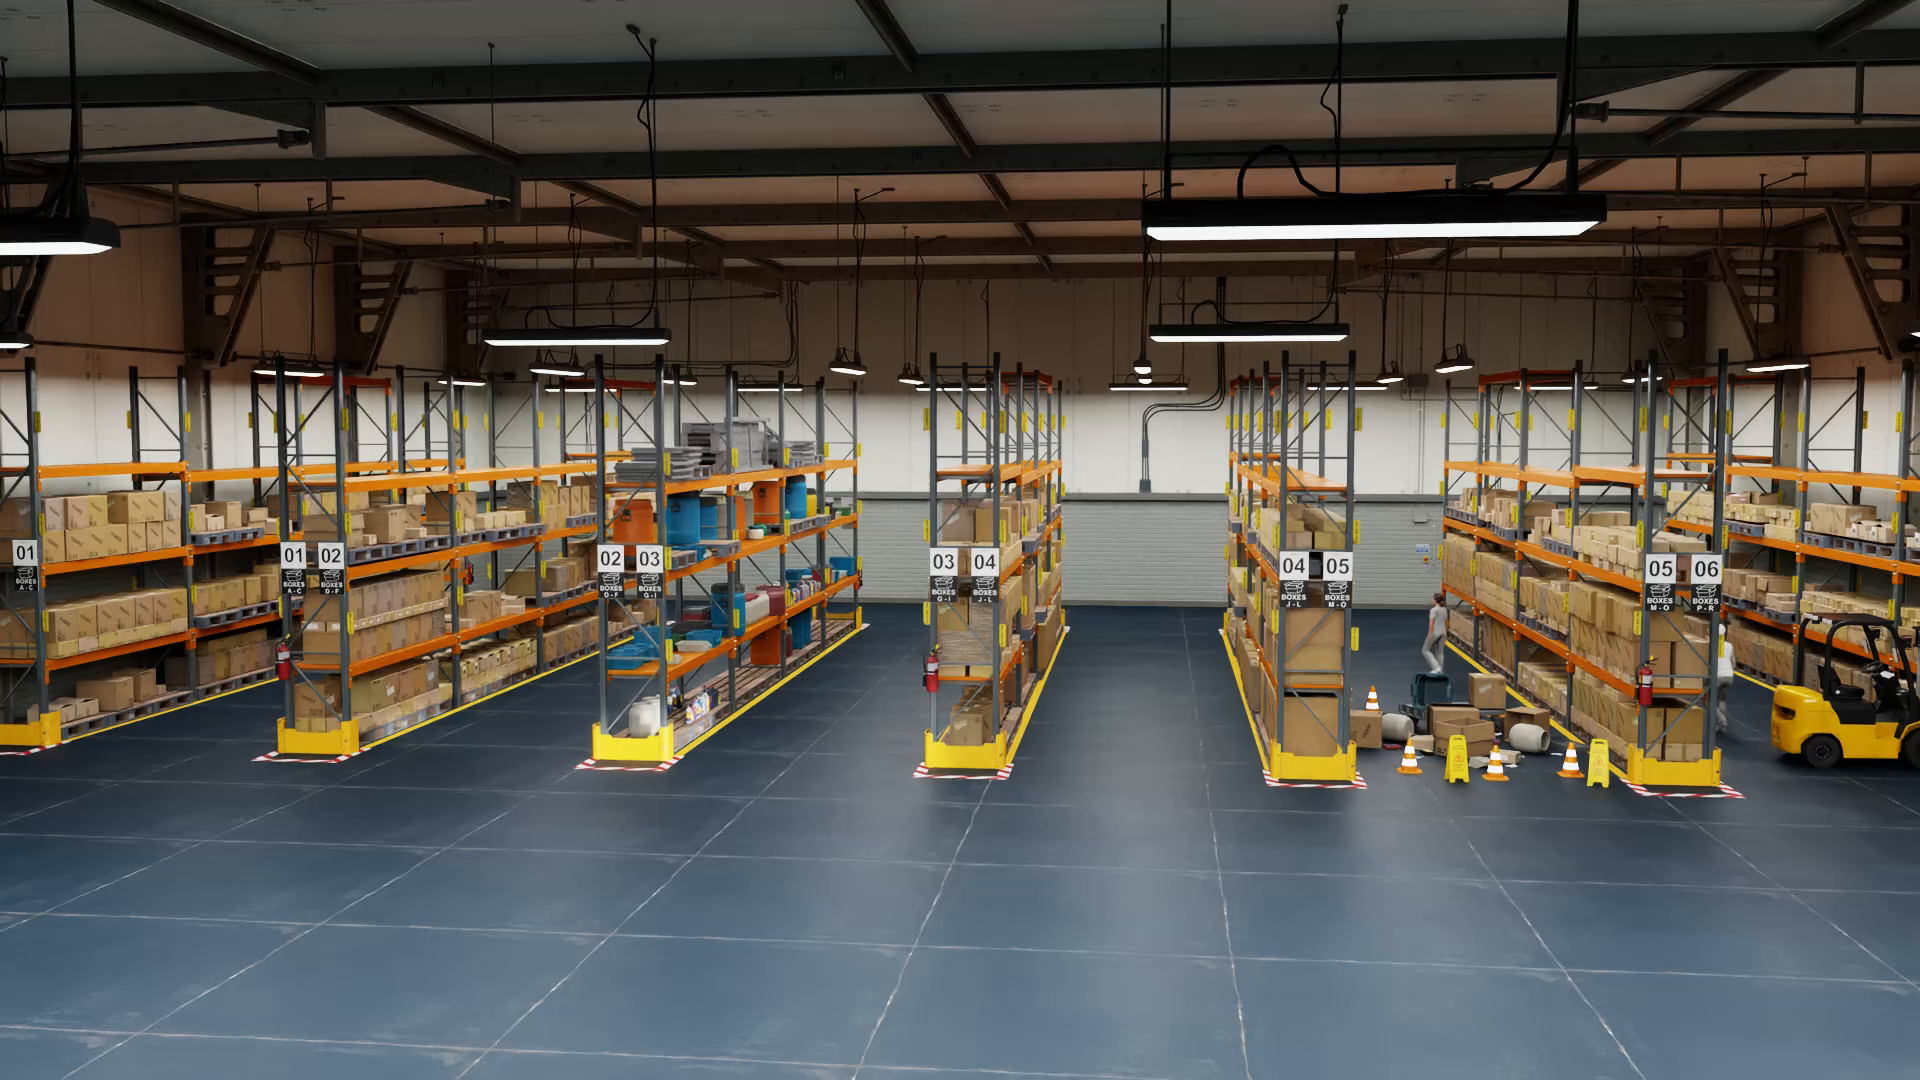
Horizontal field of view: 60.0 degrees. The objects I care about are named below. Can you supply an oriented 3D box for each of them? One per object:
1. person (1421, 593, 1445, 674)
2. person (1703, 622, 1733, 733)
[{"bbox_3d":[9.234,1.851,32.506,0.526,1.625,0.471,1,4,11],"label":"person"},{"bbox_3d":[12.292,2.222,26.966,0.449,1.791,0.557,3,5,34],"label":"person"}]
